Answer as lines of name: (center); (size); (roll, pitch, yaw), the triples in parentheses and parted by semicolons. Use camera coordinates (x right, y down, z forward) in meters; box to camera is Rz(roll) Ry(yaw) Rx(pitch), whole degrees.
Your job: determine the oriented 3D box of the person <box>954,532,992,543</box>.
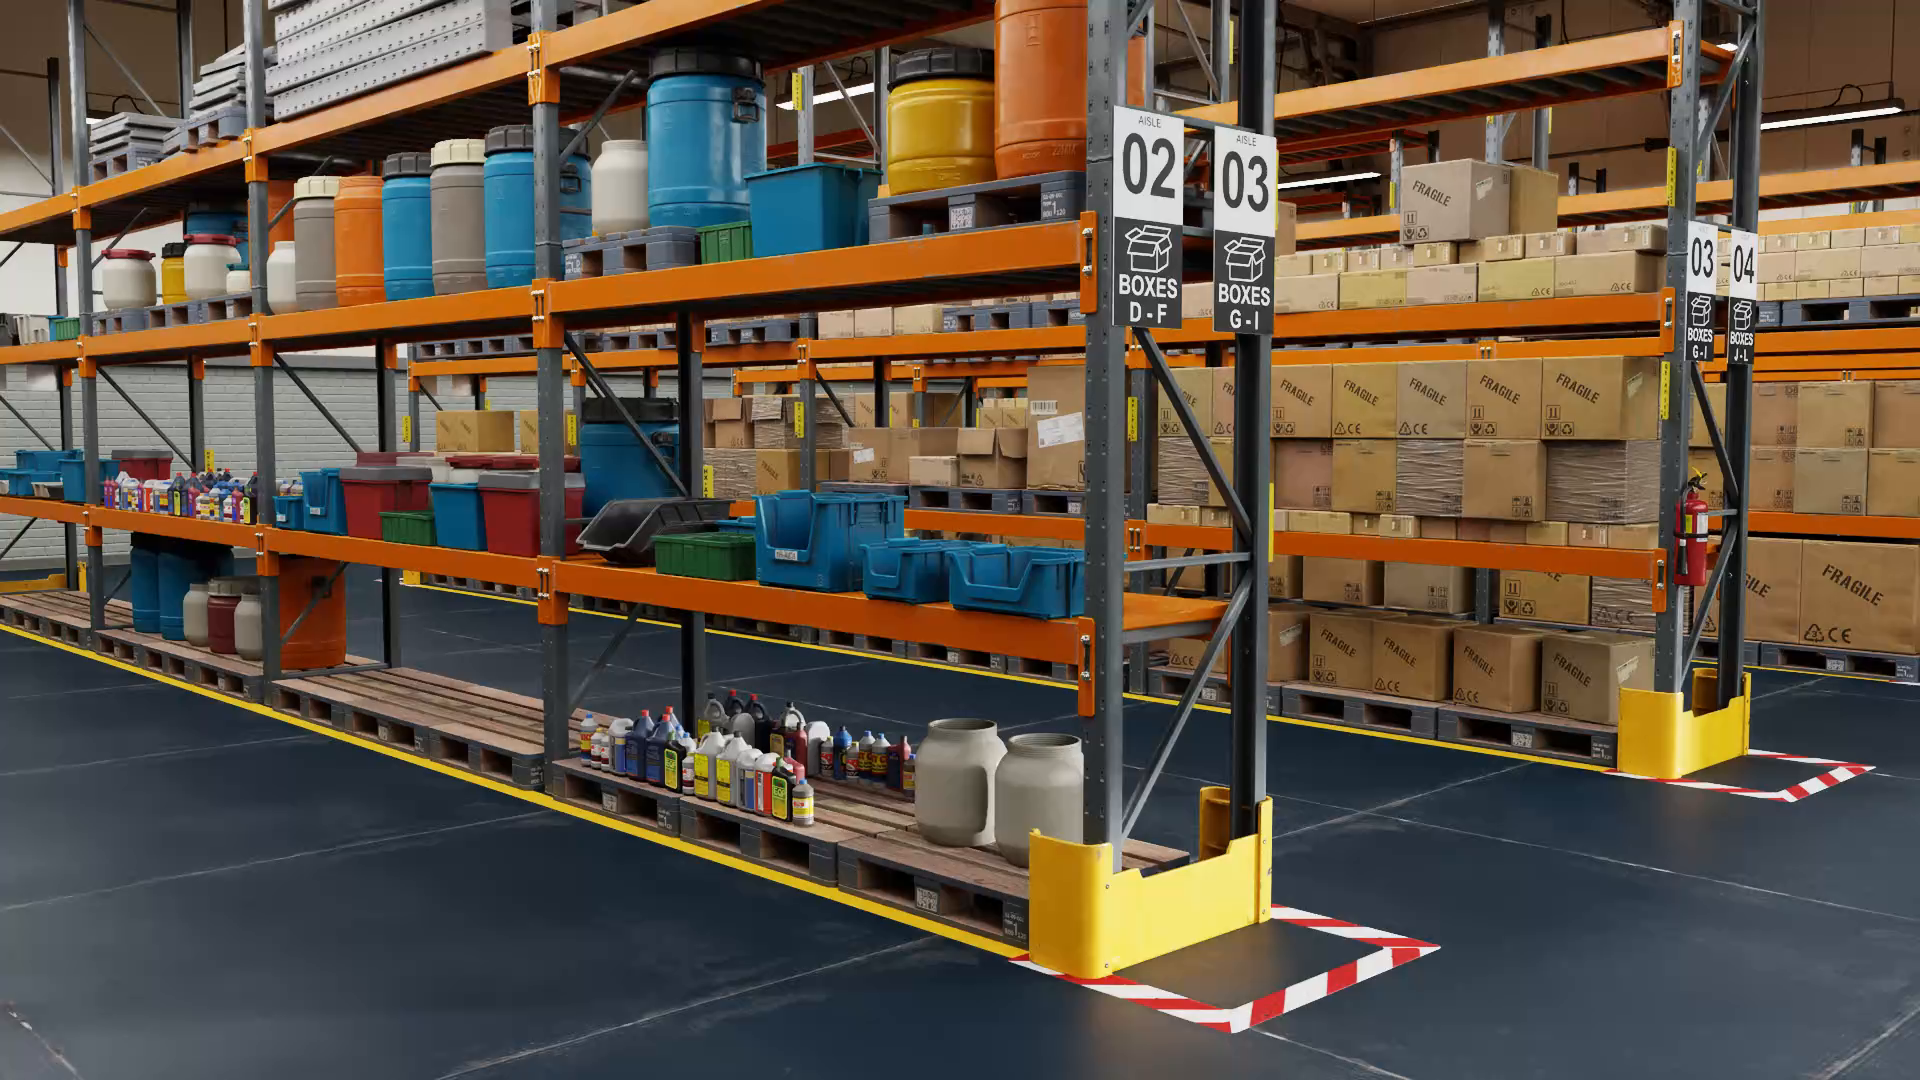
person: (0.132, -0.011, 17.581); (0.352, 1.654, 0.518); (-4, 6, -45)
